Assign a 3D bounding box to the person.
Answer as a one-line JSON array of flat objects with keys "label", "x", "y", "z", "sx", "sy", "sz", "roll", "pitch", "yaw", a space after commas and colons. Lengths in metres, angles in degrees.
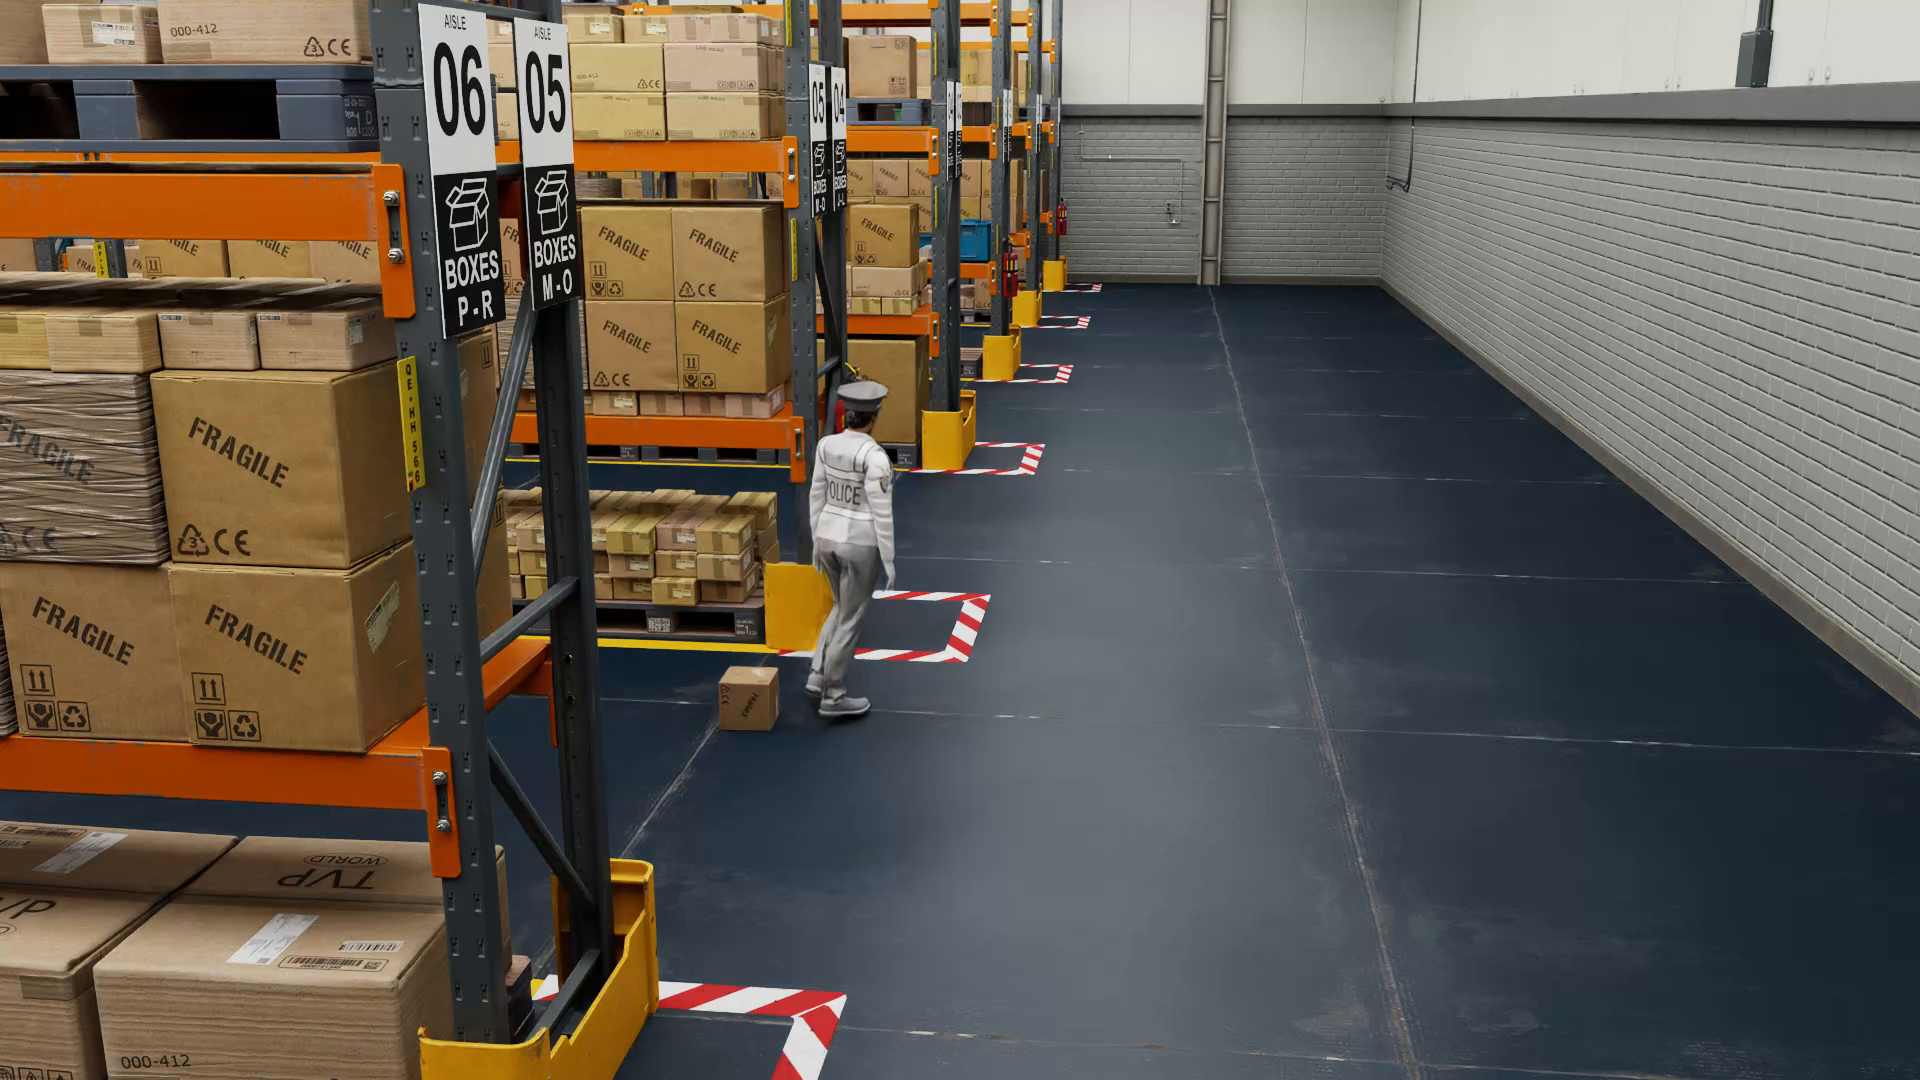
[{"label": "person", "x": -0.563, "y": 0.055, "z": 8.222, "sx": 0.549, "sy": 1.659, "sz": 0.418, "roll": 14, "pitch": 20, "yaw": 43}]
